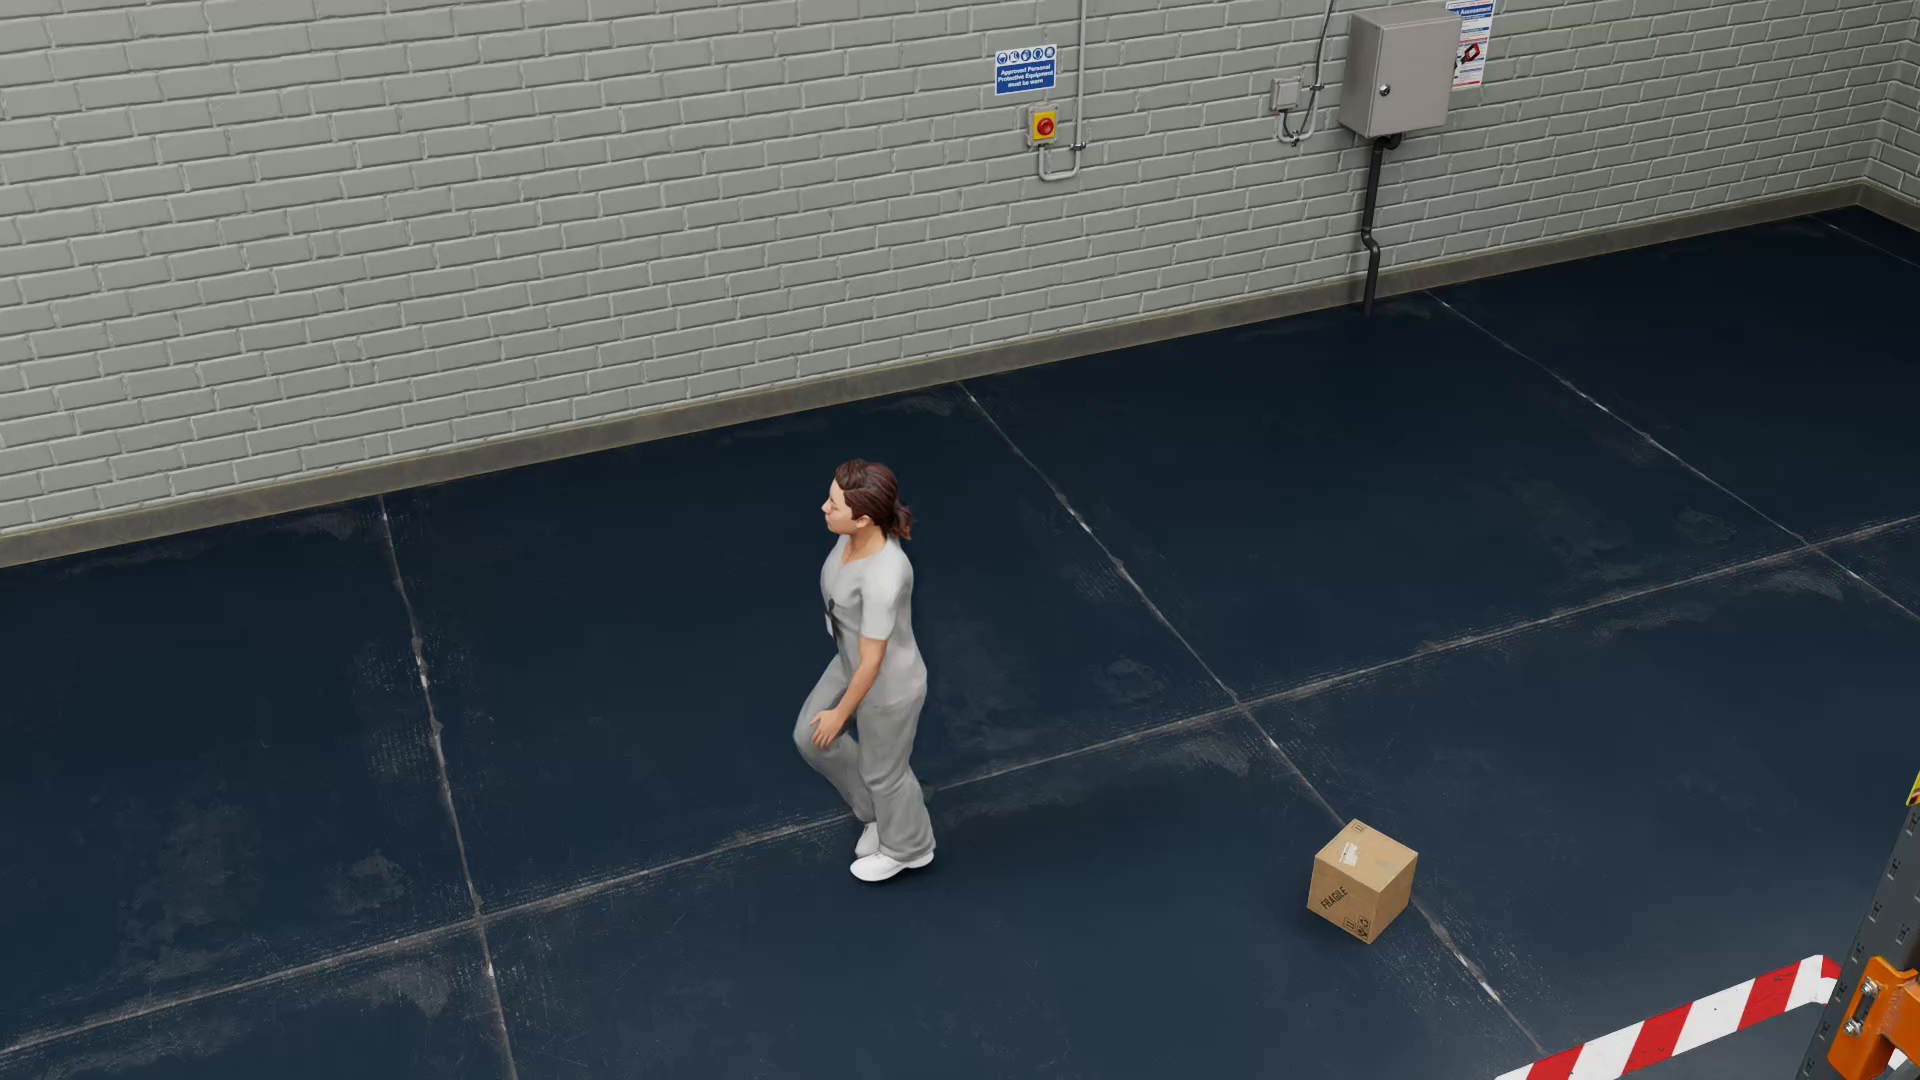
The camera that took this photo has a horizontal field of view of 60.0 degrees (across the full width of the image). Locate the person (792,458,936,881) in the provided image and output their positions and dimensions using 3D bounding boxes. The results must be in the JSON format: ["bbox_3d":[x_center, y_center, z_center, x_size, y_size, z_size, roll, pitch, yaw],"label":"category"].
[{"bbox_3d":[-0.316,0.463,5.435,0.449,1.685,0.493,-11,35,-16],"label":"person"}]
